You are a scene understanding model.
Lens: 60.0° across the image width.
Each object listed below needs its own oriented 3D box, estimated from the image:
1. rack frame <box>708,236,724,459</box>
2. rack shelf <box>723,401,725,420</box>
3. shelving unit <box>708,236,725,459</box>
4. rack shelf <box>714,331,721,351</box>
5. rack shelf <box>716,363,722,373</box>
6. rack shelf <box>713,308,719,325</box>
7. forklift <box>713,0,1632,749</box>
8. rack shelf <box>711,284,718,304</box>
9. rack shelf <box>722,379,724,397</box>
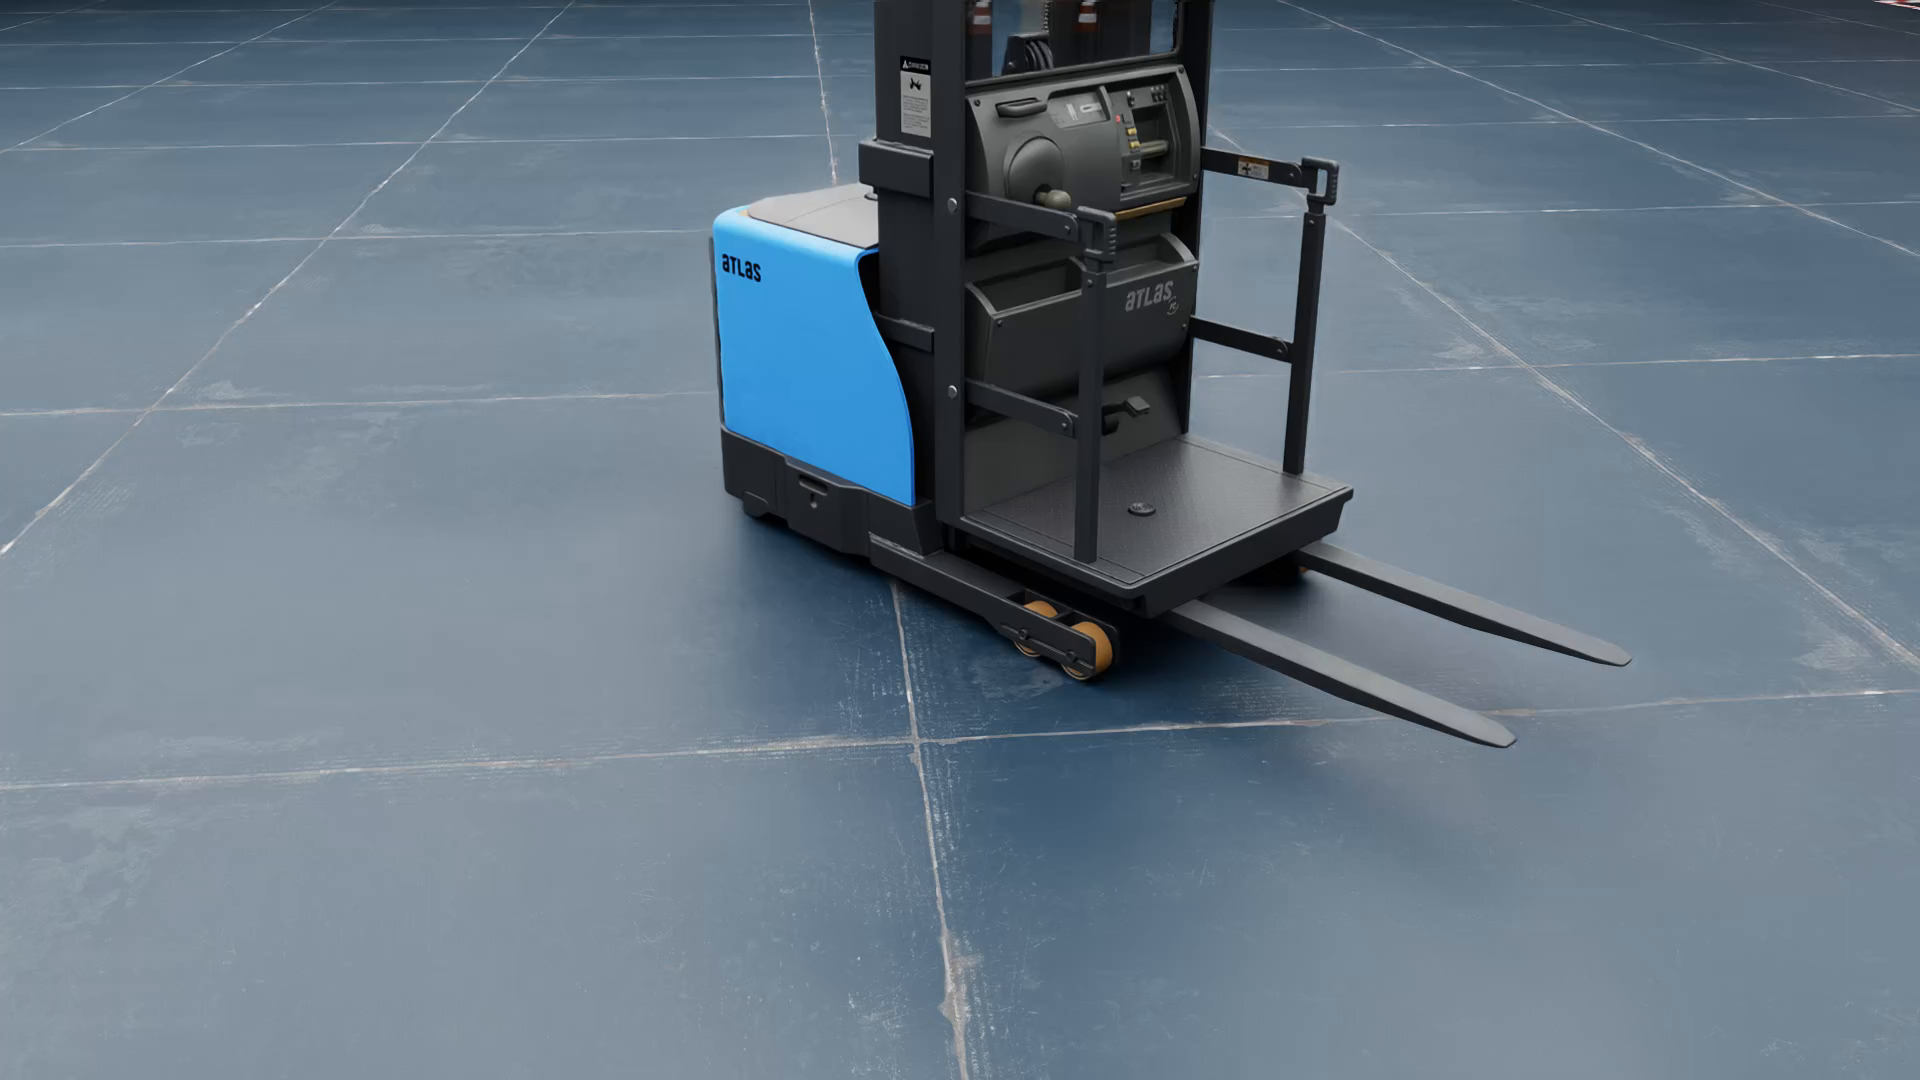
[{"bbox_3d":[-0.823,-0.650,6.104,0.006,0.900,0.240,-21,31,-39],"label":"rack frame"},{"bbox_3d":[-0.749,-0.484,6.254,0.200,0.077,0.258,-21,31,-39],"label":"rack shelf"},{"bbox_3d":[-0.749,-0.679,6.168,0.210,0.900,0.258,-21,31,-39],"label":"shelving unit"},{"bbox_3d":[-0.749,-0.730,6.145,0.200,0.077,0.258,-21,31,-39],"label":"rack shelf"},{"bbox_3d":[-0.749,-0.648,6.181,0.200,0.077,0.258,-21,31,-39],"label":"rack shelf"},{"bbox_3d":[-0.749,-0.813,6.109,0.200,0.077,0.258,-21,31,-39],"label":"rack shelf"},{"bbox_3d":[0.530,-1.168,4.770,1.130,2.935,3.031,-21,32,-39],"label":"forklift"},{"bbox_3d":[-0.749,-0.895,6.072,0.200,0.077,0.258,-21,31,-39],"label":"rack shelf"},{"bbox_3d":[-0.749,-0.566,6.218,0.200,0.077,0.258,-21,31,-39],"label":"rack shelf"}]
